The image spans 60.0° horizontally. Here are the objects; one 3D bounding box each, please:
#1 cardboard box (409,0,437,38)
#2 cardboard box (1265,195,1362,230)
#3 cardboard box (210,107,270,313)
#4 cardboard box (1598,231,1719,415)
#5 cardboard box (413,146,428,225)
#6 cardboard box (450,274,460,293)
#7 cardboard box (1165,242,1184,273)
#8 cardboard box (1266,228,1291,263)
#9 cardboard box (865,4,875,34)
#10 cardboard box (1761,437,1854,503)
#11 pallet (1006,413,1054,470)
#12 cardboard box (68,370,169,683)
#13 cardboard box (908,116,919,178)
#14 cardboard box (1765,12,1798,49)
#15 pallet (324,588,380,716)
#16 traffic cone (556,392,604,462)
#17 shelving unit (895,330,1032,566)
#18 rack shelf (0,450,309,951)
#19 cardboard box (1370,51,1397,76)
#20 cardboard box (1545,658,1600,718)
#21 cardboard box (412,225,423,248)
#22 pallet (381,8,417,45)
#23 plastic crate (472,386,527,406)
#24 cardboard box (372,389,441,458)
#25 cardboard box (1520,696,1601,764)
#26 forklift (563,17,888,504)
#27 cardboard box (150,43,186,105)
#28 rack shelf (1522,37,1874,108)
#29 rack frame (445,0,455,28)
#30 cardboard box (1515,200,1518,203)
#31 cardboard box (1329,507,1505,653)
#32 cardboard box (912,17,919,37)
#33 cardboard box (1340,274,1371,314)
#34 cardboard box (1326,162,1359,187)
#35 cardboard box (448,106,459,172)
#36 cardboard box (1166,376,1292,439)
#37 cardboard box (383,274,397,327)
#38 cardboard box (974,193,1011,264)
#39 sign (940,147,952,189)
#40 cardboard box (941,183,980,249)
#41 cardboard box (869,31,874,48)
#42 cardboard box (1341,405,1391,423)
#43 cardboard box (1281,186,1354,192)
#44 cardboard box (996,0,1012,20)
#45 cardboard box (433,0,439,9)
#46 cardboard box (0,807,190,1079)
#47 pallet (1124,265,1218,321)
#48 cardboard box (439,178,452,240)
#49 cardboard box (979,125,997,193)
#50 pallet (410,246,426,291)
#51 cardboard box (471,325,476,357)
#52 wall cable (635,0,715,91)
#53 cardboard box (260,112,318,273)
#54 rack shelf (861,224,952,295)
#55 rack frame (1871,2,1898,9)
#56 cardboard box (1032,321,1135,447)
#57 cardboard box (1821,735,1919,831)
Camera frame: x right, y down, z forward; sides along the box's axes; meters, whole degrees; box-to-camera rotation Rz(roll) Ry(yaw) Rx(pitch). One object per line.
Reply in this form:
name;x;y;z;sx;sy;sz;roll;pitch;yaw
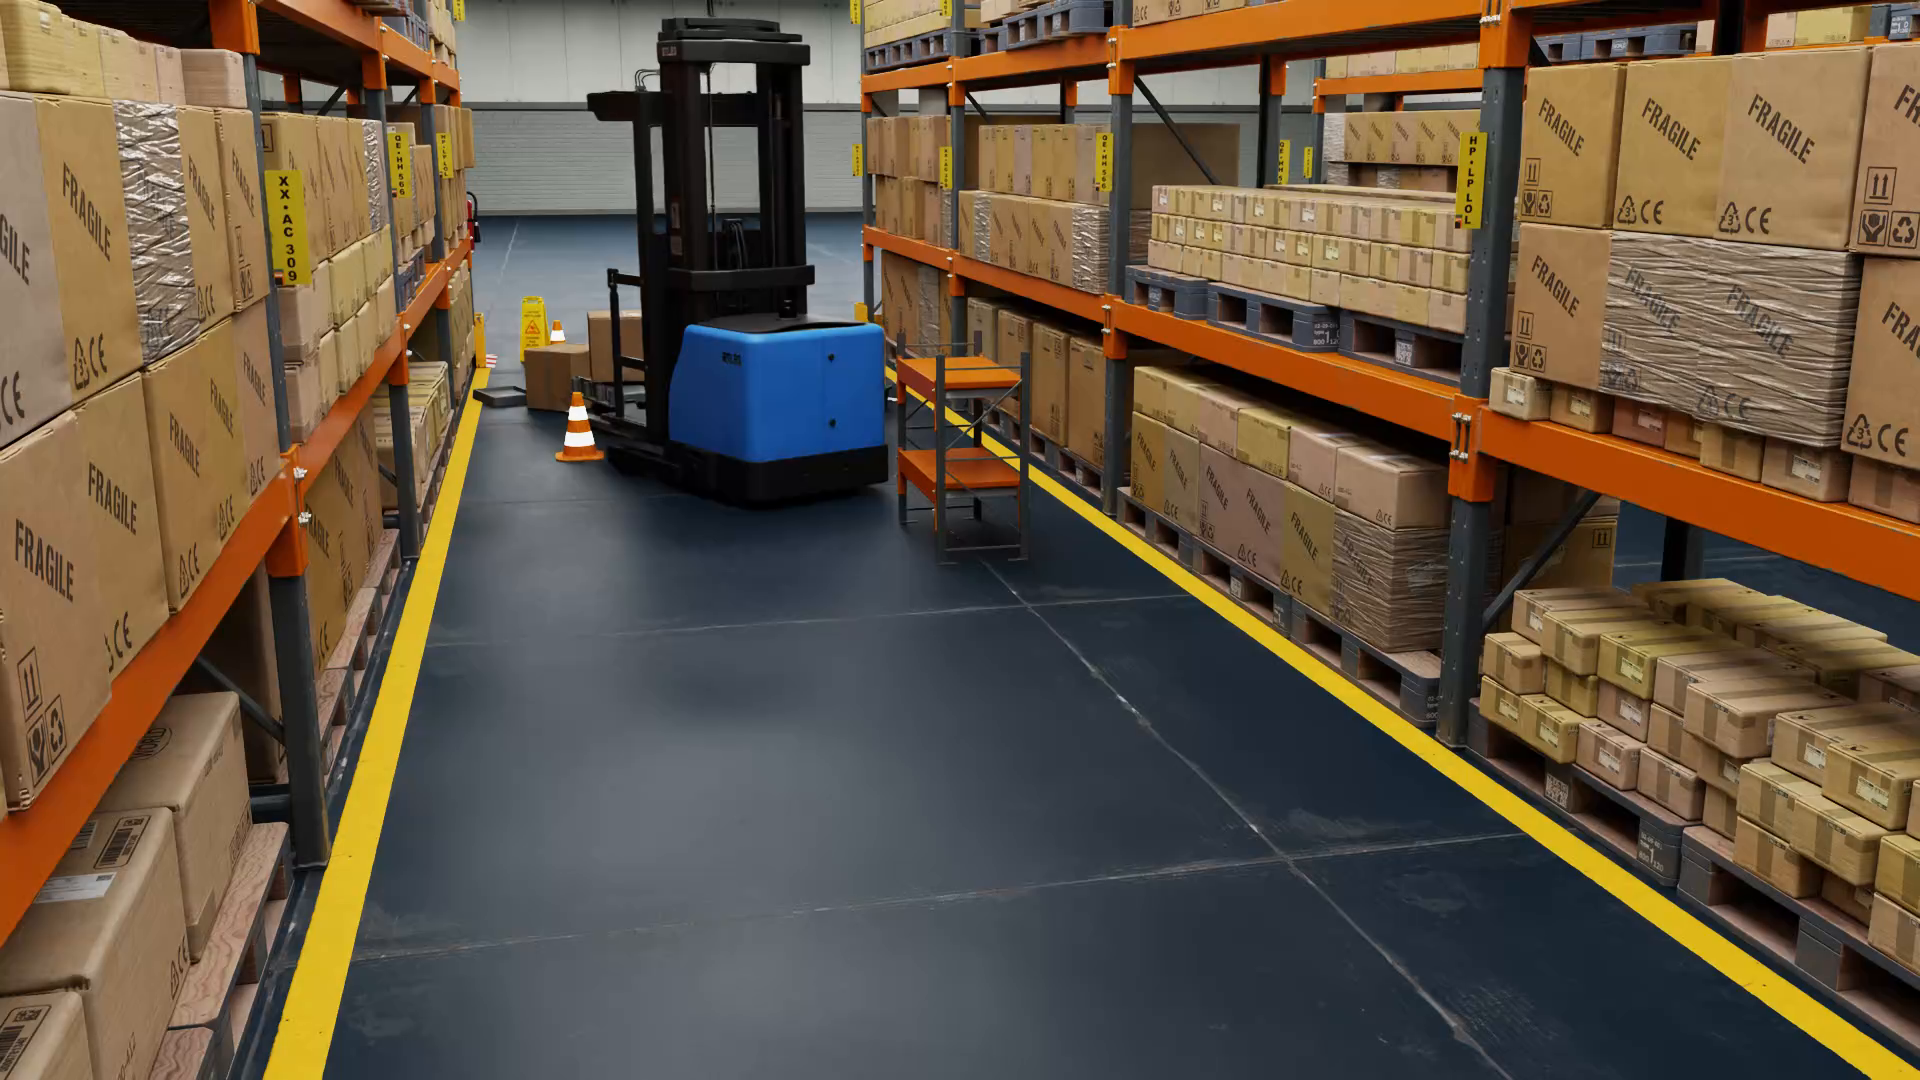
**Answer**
cardboard box;-4.199;-3.904;12.454;0.500;0.250;0.500;-4;14;-14
cardboard box;1.651;-1.527;7.749;0.380;0.149;0.250;-3;14;-14
cardboard box;-2.104;-0.853;4.282;0.500;0.500;0.500;-3;14;-14
cardboard box;2.300;-0.663;4.982;0.500;0.500;0.500;-3;14;-13
cardboard box;-3.797;-2.328;10.912;0.500;0.500;0.500;-3;14;-11
cardboard box;-4.331;-2.108;13.695;0.380;0.149;0.250;-3;14;-11
cardboard box;1.337;-1.540;9.055;0.380;0.149;0.250;-3;14;-10
cardboard box;1.655;-1.379;7.770;0.380;0.149;0.250;-3;14;-11
cardboard box;-0.649;-5.136;16.402;0.500;0.250;0.500;-3;14;-13
cardboard box;2.410;-0.205;4.475;0.380;0.149;0.250;-3;14;-11
pallet;0.971;-0.747;12.039;1.003;0.211;1.213;-3;14;-13
cardboard box;-1.759;-0.013;2.950;0.500;0.500;0.500;-3;14;-11
cardboard box;0.005;-3.616;15.317;0.875;0.550;0.500;-3;14;-13
cardboard box;5.731;-3.482;11.353;0.500;0.250;0.500;-3;14;-13
pallet;-3.027;0.486;6.992;1.003;0.211;1.213;-3;14;-13
traffic cone;-2.710;-0.818;11.799;0.336;0.463;0.334;-3;14;-13
shelving unit;0.002;-0.545;9.287;0.538;1.125;1.048;-3;14;-13
rack shelf;-2.013;0.398;2.992;1.077;0.370;4.000;-3;14;-13
cardboard box;4.433;-4.759;16.581;0.500;0.250;0.500;-3;14;-13
cardboard box;2.226;0.480;5.639;0.380;0.149;0.250;-3;14;-13
cardboard box;-3.747;-2.001;10.940;0.380;0.149;0.250;-3;14;-13
pallet;-4.074;-3.237;10.430;1.213;0.211;1.003;-3;14;-13
plastic crate;-3.933;-1.248;14.365;0.402;0.080;0.583;-9;16;-33
cardboard box;-3.899;-0.739;10.782;0.950;0.372;0.625;-3;14;-11
cardboard box;2.141;0.632;5.640;0.380;0.149;0.250;-3;14;-12
forklift;-1.768;-1.938;11.184;1.130;2.935;3.031;-11;17;-37
cardboard box;-2.145;-1.142;4.096;0.380;0.149;0.250;-3;14;-12
rack shelf;5.741;-3.457;12.451;1.077;0.370;4.000;-3;14;-13
rack frame;-5.301;-6.095;15.414;1.000;3.000;0.127;-3;14;-13
cardboard box;2.474;-1.380;7.147;0.380;0.149;0.250;-3;14;-14
cardboard box;1.886;0.142;6.908;0.500;0.500;0.500;-4;14;-14
cardboard box;-0.209;-4.445;14.416;0.380;0.149;0.250;-3;14;-12
cardboard box;1.843;-1.050;7.047;0.380;0.149;0.250;-4;14;-16
cardboard box;4.434;-3.798;17.814;0.875;0.500;0.500;-3;14;-13
cardboard box;-4.353;-3.169;13.136;0.700;0.500;0.500;-3;14;-13
cardboard box;1.411;-0.699;8.770;0.500;0.250;0.500;-3;14;-14
cardboard box;-3.051;-1.160;8.172;0.500;0.250;0.500;-4;14;-15
cardboard box;0.407;-2.353;12.528;0.500;0.500;0.500;-3;14;-13
sign;-0.113;-2.985;13.334;0.100;0.325;0.005;-3;14;-13
cardboard box;0.328;-2.715;13.902;0.875;0.550;0.550;-3;14;-13
cardboard box;-0.684;-4.912;16.326;0.380;0.149;0.250;-3;14;-13
cardboard box;2.145;-0.492;7.921;0.500;0.250;0.500;-3;14;-11
cardboard box;1.983;-1.860;9.110;0.380;0.149;0.250;-3;14;-14
cardboard box;0.429;-3.892;12.150;0.250;0.149;0.380;-3;14;-13
cardboard box;-4.297;-4.253;13.045;0.380;0.149;0.250;-3;14;-14
cardboard box;-2.229;0.985;3.587;0.875;0.438;0.875;-4;14;-15
pallet;1.637;-1.383;9.171;1.213;0.211;1.003;-3;14;-13
cardboard box;-4.194;-2.568;12.781;0.500;0.500;0.500;-3;14;-13
cardboard box;0.548;-2.977;12.976;0.700;0.500;0.500;-4;14;-14
pallet;-3.927;-1.696;10.455;1.003;0.211;1.213;-3;14;-13
cardboard box;-4.844;-1.872;15.678;0.500;0.250;0.500;-3;14;-13
wall cable;-8.058;-15.458;46.574;2.305;6.003;0.169;-3;14;-13
cardboard box;-2.307;-1.064;5.146;0.500;0.500;0.500;-3;14;-13
rack shelf;-0.044;-2.669;15.548;1.077;0.370;4.000;-3;14;-13
rack frame;6.211;-4.802;10.121;1.000;3.000;0.127;-3;14;-13
cardboard box;1.101;-1.093;11.434;1.050;0.750;0.750;-3;14;-12
cardboard box;2.527;0.633;4.384;0.380;0.149;0.250;-3;14;-13
